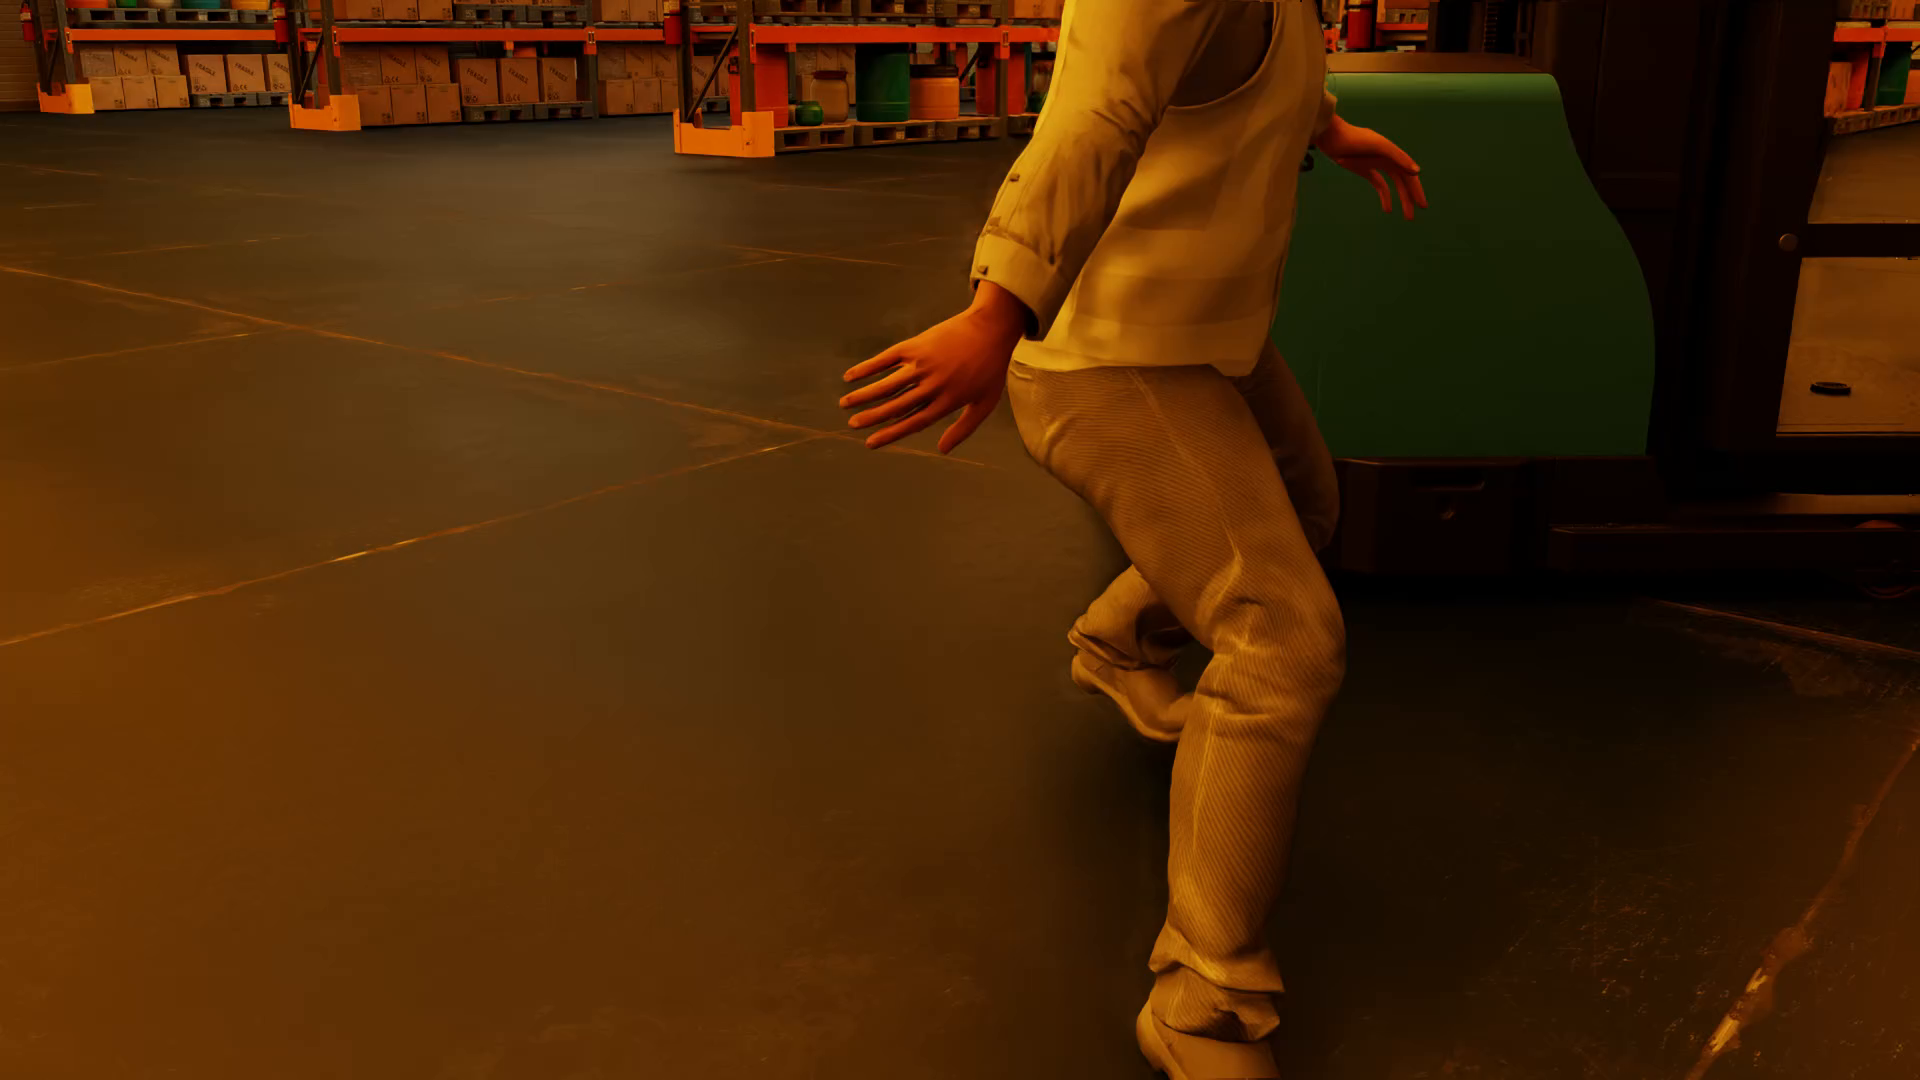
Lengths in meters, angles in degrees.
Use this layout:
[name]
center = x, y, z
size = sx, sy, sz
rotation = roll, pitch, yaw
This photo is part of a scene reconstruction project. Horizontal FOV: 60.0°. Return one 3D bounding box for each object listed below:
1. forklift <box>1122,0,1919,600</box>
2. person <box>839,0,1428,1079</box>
[forklift]
center = 1.860, -1.431, 3.610
size = 3.031, 2.935, 1.130
rotation = 0, 17, -1
[person]
center = 0.286, -0.228, 2.082
size = 0.539, 1.715, 1.116
rotation = 5, 18, 17
